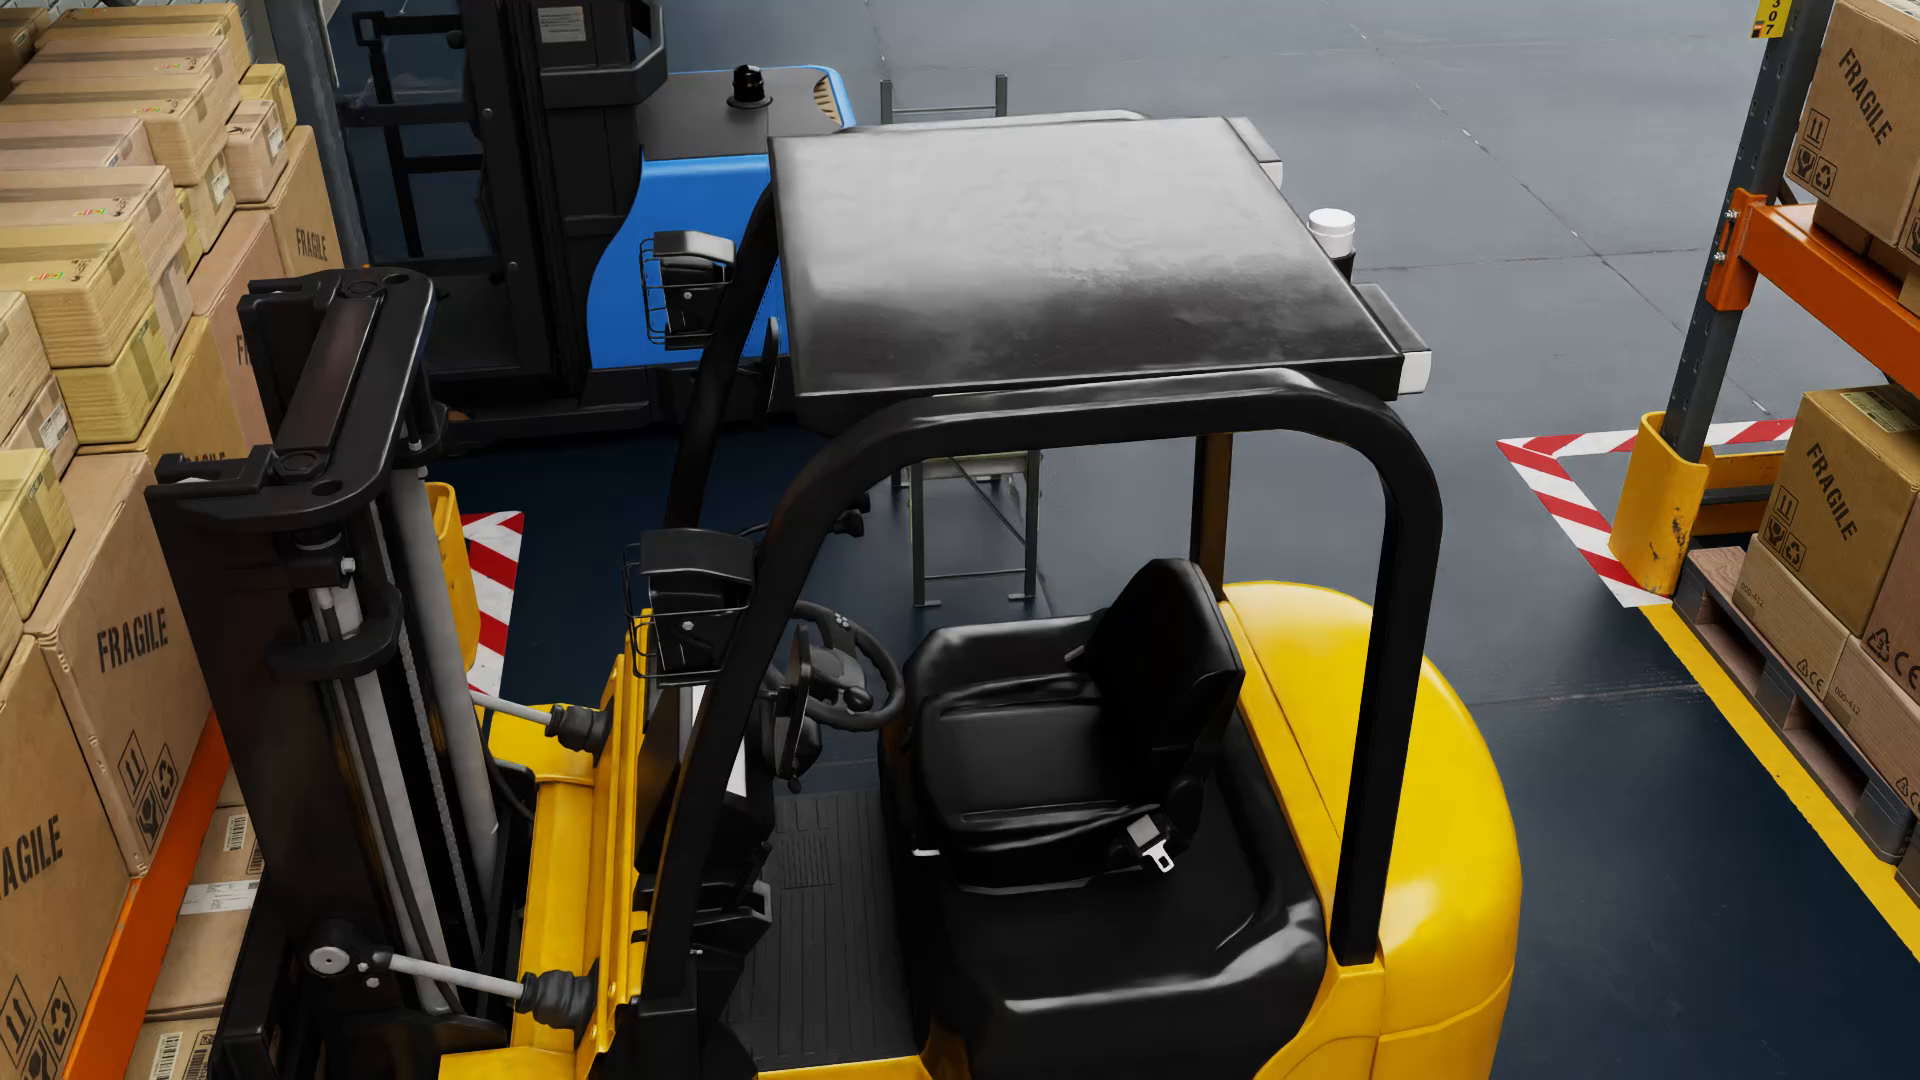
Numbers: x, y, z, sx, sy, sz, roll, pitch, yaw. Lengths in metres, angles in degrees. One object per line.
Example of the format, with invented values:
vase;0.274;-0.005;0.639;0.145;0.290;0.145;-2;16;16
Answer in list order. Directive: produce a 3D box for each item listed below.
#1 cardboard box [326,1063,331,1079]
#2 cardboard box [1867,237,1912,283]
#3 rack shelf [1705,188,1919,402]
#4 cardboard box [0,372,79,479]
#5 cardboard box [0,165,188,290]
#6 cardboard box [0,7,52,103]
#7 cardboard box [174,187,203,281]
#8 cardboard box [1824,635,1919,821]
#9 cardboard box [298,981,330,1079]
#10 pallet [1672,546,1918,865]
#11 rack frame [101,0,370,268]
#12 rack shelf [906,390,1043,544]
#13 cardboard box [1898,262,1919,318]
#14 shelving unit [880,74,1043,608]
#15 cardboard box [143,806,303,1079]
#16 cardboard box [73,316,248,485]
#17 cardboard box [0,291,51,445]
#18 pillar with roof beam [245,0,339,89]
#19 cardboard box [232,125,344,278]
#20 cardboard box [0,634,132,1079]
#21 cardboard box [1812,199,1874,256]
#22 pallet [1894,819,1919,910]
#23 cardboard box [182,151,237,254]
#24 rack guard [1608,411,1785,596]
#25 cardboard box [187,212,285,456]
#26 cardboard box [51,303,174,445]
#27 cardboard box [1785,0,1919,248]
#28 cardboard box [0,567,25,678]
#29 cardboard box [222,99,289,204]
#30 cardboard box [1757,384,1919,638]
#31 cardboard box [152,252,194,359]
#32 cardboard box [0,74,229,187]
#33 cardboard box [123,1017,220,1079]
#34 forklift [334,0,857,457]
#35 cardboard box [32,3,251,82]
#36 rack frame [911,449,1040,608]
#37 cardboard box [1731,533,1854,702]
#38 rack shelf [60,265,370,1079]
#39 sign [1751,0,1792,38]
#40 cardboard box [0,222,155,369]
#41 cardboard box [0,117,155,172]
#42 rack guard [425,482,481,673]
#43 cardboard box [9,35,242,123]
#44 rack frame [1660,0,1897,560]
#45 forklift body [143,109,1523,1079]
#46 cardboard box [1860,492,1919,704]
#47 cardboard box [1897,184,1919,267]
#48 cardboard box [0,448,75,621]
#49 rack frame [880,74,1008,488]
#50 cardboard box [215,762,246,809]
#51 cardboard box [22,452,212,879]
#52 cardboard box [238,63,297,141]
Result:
cardboard box;-1.522;1.191;3.407;0.500;0.250;0.500;-3;34;-5
cardboard box;2.701;-0.785;4.461;0.380;0.149;0.250;-4;34;-6
rack shelf;3.081;0.179;3.462;1.077;0.370;4.000;-4;35;-6
cardboard box;-1.641;-0.133;2.617;0.380;0.149;0.250;-5;35;-7
cardboard box;-1.618;-0.544;2.955;0.380;0.149;0.250;-4;34;-5
cardboard box;-2.273;-1.085;3.749;0.380;0.149;0.250;-5;35;-7
cardboard box;-1.722;-0.564;3.249;0.380;0.149;0.250;-5;35;-7
cardboard box;2.708;0.485;4.443;0.500;0.250;0.500;-3;34;-5
cardboard box;-1.520;0.995;3.251;0.500;0.250;0.500;-4;35;-7
pallet;2.896;0.417;4.951;1.003;0.211;1.213;-4;35;-6
rack frame;-2.106;-0.856;4.342;1.000;3.000;0.127;-4;35;-6
rack shelf;-0.001;-0.354;5.517;0.431;0.370;0.720;-4;35;-6
cardboard box;2.656;-0.631;4.235;0.380;0.149;0.250;-5;35;-8
shelving unit;-0.001;-0.623;5.333;0.431;1.500;0.755;-4;35;-6
cardboard box;-1.522;0.776;3.129;0.500;0.250;0.500;-5;35;-7
cardboard box;-1.650;-0.066;3.095;0.500;0.500;0.500;-5;35;-7
cardboard box;-1.637;-0.249;2.523;0.380;0.149;0.250;-4;34;-6
pillar with roof beam;0.553;-6.552;7.374;9.100;9.000;0.400;-4;35;-6
cardboard box;-1.780;-0.643;3.940;0.500;0.500;0.500;-5;35;-7
cardboard box;-1.525;0.496;2.270;0.500;0.500;0.500;-5;35;-7
cardboard box;2.653;-0.925;4.667;0.380;0.149;0.250;-4;35;-6
pallet;3.057;1.096;3.954;1.003;0.211;1.213;-4;35;-6
cardboard box;-1.744;-0.703;3.454;0.380;0.149;0.250;-4;34;-5
rack guard;2.822;-0.159;5.539;1.175;0.500;0.348;-4;35;-6
cardboard box;-1.719;-0.352;3.515;0.500;0.500;0.500;-3;34;-5
cardboard box;-1.585;-0.279;2.831;0.380;0.149;0.250;-4;34;-6
cardboard box;2.601;-1.113;4.366;0.500;0.500;0.500;-5;35;-7
cardboard box;-1.494;0.153;2.198;0.380;0.149;0.250;-5;35;-8
cardboard box;-1.718;-0.853;3.673;0.380;0.149;0.250;-4;34;-6
cardboard box;2.650;-0.097;4.631;0.500;0.500;0.500;-5;35;-8
cardboard box;-1.639;-0.419;3.036;0.380;0.149;0.250;-5;35;-8
cardboard box;-1.723;-0.825;3.368;0.380;0.149;0.250;-4;34;-5
cardboard box;-1.459;1.069;2.698;0.500;0.250;0.500;-3;34;-5
forklift;-1.883;-1.825;5.826;3.031;2.935;1.130;-5;35;-8
cardboard box;-1.849;-1.104;3.778;0.380;0.149;0.250;-4;35;-6
rack frame;0.048;-0.419;5.033;0.400;1.500;0.023;-4;35;-6
cardboard box;2.646;0.200;4.862;0.500;0.250;0.500;-5;35;-7
rack shelf;-1.837;0.557;2.907;1.077;0.370;4.000;-4;35;-6
sign;2.274;-1.551;4.593;0.100;0.325;0.005;-4;35;-6
cardboard box;-1.578;-0.400;2.744;0.380;0.149;0.250;-4;34;-5
cardboard box;-1.763;-0.681;3.156;0.380;0.149;0.250;-4;34;-6
rack guard;-2.109;0.164;5.066;1.175;0.500;0.348;-4;35;-6
cardboard box;-1.785;-0.969;3.579;0.380;0.149;0.250;-4;35;-6
rack frame;2.812;-1.234;4.897;1.000;3.000;0.127;-4;35;-6
forklift body;-0.043;0.415;3.231;2.313;2.155;1.214;-4;35;-6
cardboard box;2.725;0.195;4.204;0.500;0.500;0.500;-6;35;-8
cardboard box;2.674;-0.824;3.943;0.500;0.500;0.500;-3;34;-5
cardboard box;-1.539;0.005;2.415;0.380;0.149;0.250;-5;35;-7
rack frame;-0.050;-0.828;5.633;0.400;1.500;0.023;-4;35;-6
cardboard box;-1.583;0.492;3.545;0.500;0.250;0.500;-4;34;-6
cardboard box;-1.571;0.213;2.685;0.500;0.500;0.500;-4;34;-6
cardboard box;-1.782;-0.993;3.879;0.380;0.149;0.250;-4;34;-6
